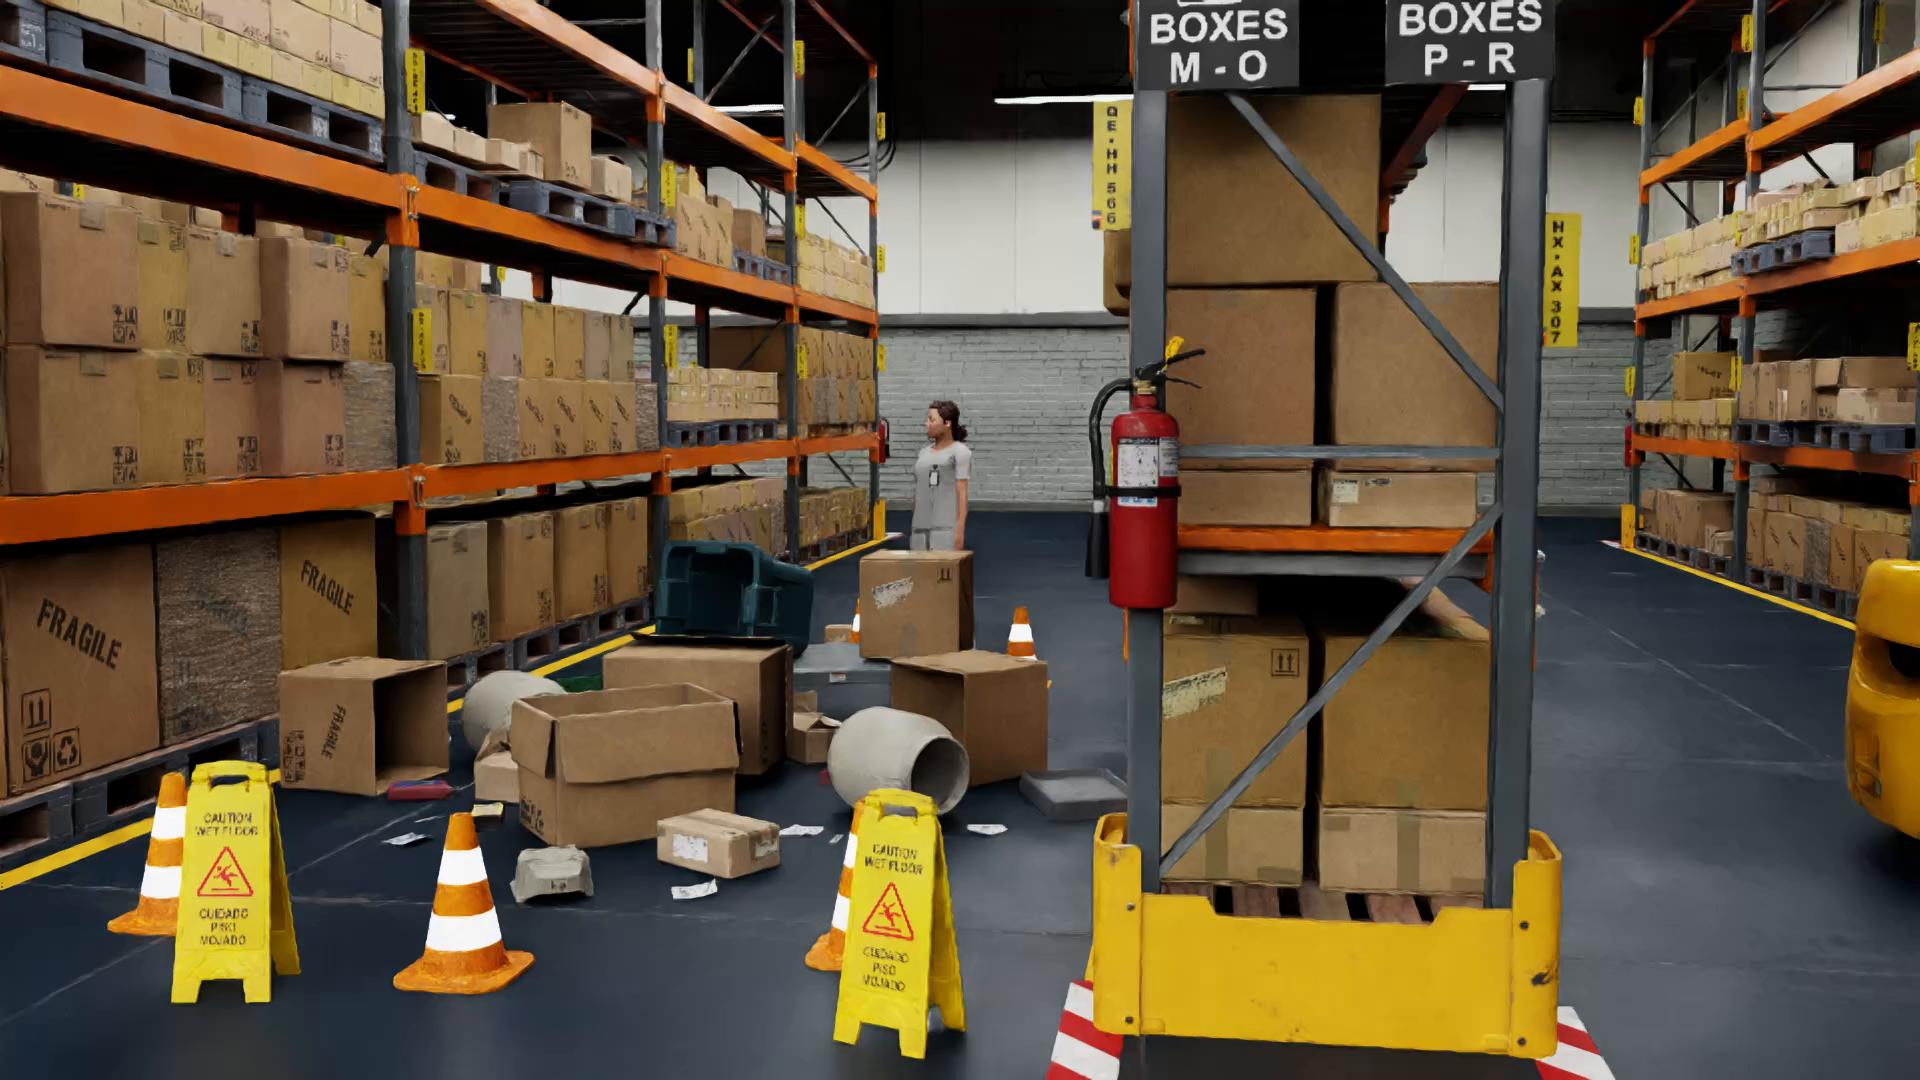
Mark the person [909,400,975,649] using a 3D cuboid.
[{"bbox_3d":[-0.170,-0.043,10.417,0.470,1.669,0.616,4,6,40],"label":"person"}]
